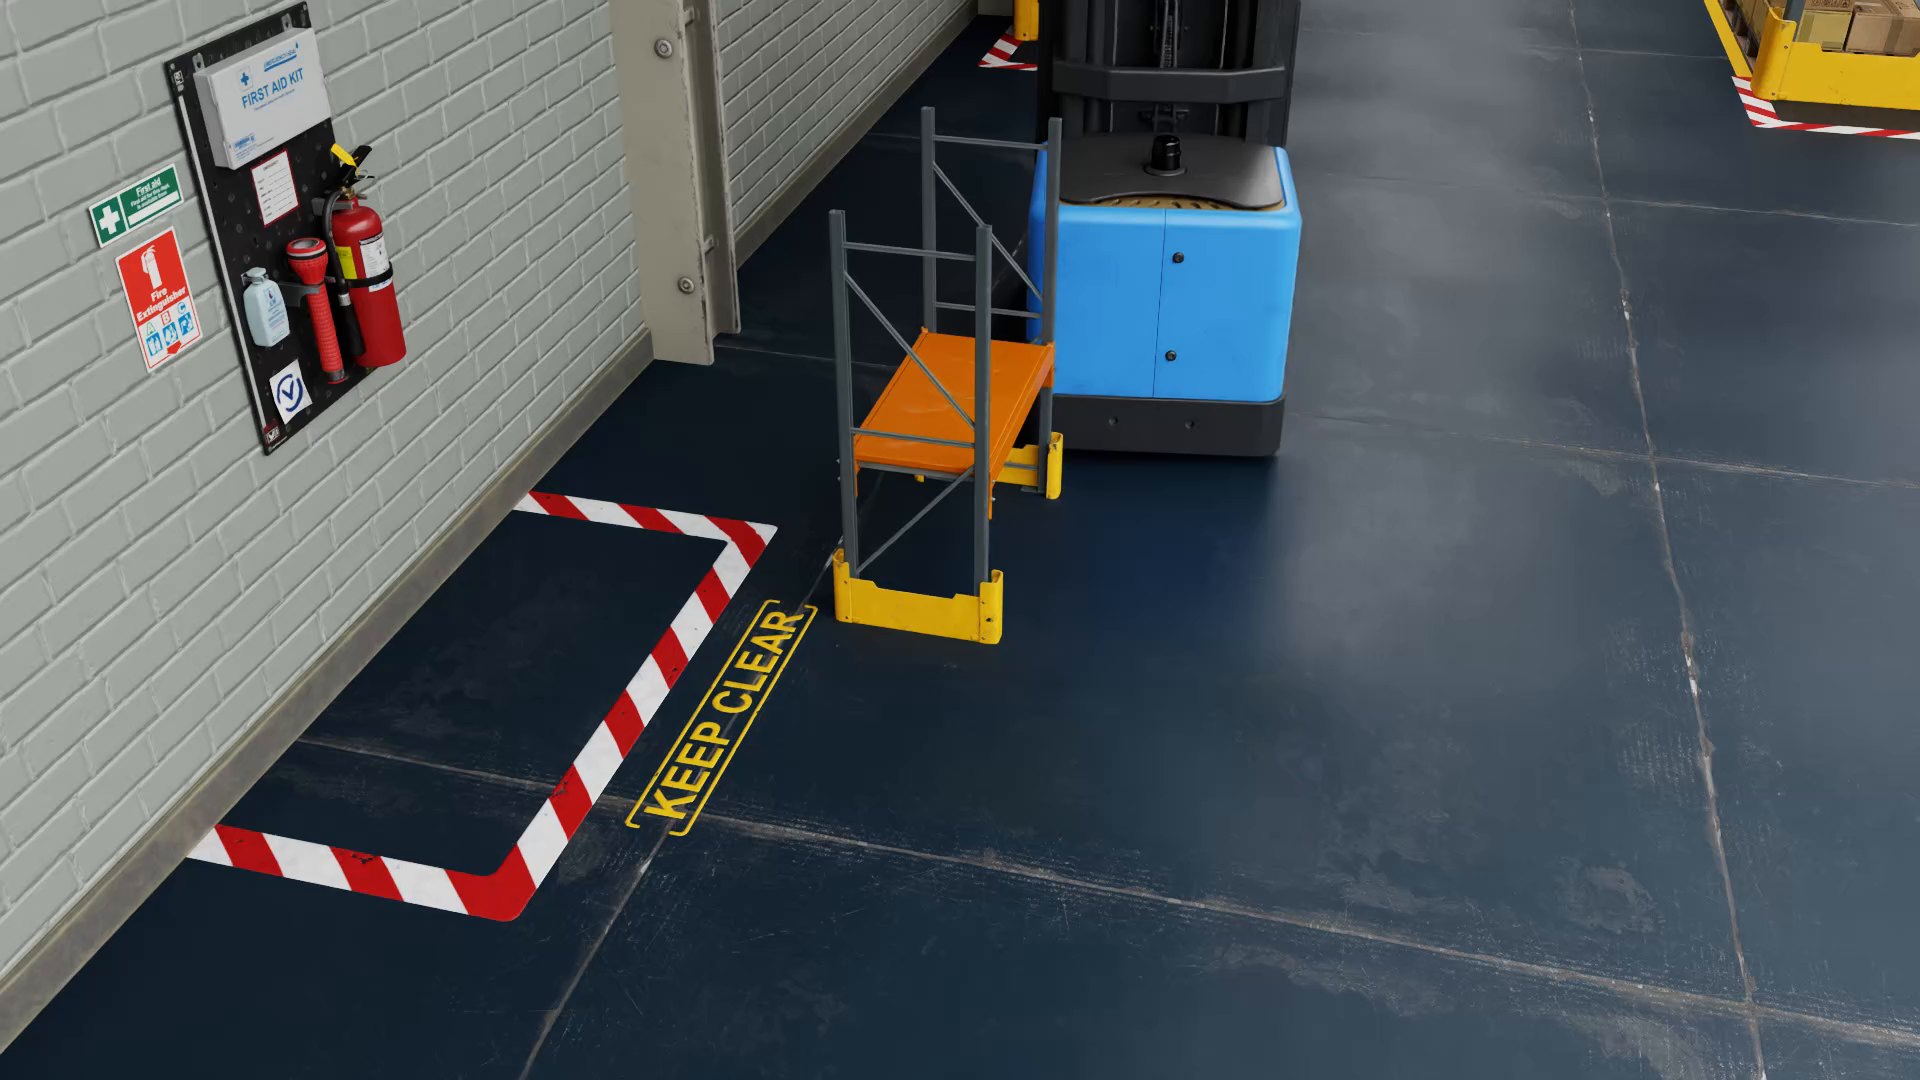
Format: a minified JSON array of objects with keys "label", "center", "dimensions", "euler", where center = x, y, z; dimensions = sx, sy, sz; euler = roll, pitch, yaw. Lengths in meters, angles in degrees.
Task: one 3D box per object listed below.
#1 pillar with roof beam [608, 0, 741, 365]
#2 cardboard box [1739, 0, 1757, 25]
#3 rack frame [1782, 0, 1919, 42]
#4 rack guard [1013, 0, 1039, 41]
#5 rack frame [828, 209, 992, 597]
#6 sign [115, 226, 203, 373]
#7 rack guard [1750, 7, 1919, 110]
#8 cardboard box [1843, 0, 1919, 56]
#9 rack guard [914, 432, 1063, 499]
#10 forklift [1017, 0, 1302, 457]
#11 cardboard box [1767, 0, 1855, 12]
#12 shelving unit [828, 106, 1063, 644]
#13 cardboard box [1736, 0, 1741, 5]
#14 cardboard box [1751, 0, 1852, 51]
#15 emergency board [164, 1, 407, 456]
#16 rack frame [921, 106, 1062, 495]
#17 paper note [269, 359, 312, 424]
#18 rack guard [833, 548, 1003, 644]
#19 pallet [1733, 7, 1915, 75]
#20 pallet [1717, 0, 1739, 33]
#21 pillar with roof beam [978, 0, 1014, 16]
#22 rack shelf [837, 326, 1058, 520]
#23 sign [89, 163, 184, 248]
[{"label":"pillar with roof beam","center":[2.939,-4.121,4.345],"dimensions":[9.100,9.000,0.400],"euler":[8,33,12]},{"label":"cardboard box","center":[5.715,-3.732,11.496],"dimensions":[0.500,0.250,0.500],"euler":[8,33,12]},{"label":"rack frame","center":[5.750,-4.136,9.959],"dimensions":[1.000,3.000,0.127],"euler":[8,33,12]},{"label":"rack guard","center":[0.976,-3.793,11.750],"dimensions":[1.175,0.500,0.348],"euler":[8,33,12]},{"label":"rack frame","center":[-0.151,-0.325,5.363],"dimensions":[0.500,1.500,0.032],"euler":[8,33,12]},{"label":"sign","center":[-2.129,-0.641,4.428],"dimensions":[0.001,0.329,0.234],"euler":[8,33,12]},{"label":"rack guard","center":[5.743,-3.068,10.611],"dimensions":[1.175,0.500,0.348],"euler":[8,33,12]},{"label":"cardboard box","center":[6.101,-3.401,10.975],"dimensions":[0.500,0.250,0.500],"euler":[8,33,12]},{"label":"rack guard","center":[0.107,-0.324,6.527],"dimensions":[0.587,0.250,0.087],"euler":[8,33,12]},{"label":"forklift","center":[0.895,-2.336,7.193],"dimensions":[1.130,2.935,3.031],"euler":[3,33,4]},{"label":"cardboard box","center":[5.598,-3.788,10.885],"dimensions":[0.500,0.500,0.500],"euler":[8,33,12]},{"label":"shelving unit","center":[-0.019,-0.593,5.785],"dimensions":[0.587,1.500,1.083],"euler":[8,33,12]},{"label":"cardboard box","center":[5.840,-3.992,11.905],"dimensions":[0.500,0.250,0.500],"euler":[8,33,12]},{"label":"cardboard box","center":[5.600,-3.471,11.086],"dimensions":[0.500,0.250,0.500],"euler":[8,33,12]},{"label":"emergency board","center":[-1.889,-0.898,4.867],"dimensions":[0.194,1.169,0.643],"euler":[8,33,12]},{"label":"rack frame","center":[0.107,-0.852,6.193],"dimensions":[0.500,1.500,0.032],"euler":[8,33,12]},{"label":"paper note","center":[-2.000,-0.444,4.974],"dimensions":[0.016,0.148,0.142],"euler":[8,33,12]},{"label":"rack guard","center":[-0.146,0.192,5.714],"dimensions":[0.587,0.250,0.087],"euler":[8,33,12]},{"label":"pallet","center":[5.903,-3.361,11.341],"dimensions":[1.003,0.211,1.213],"euler":[8,33,12]},{"label":"pallet","center":[6.215,-3.993,12.334],"dimensions":[1.003,0.211,1.213],"euler":[8,33,12]},{"label":"pillar with roof beam","center":[4.462,-7.235,9.243],"dimensions":[9.100,9.000,0.400],"euler":[8,33,12]},{"label":"rack shelf","center":[-0.022,-0.437,5.874],"dimensions":[0.538,0.185,1.000],"euler":[8,33,12]},{"label":"sign","center":[-2.119,-0.865,4.288],"dimensions":[0.001,0.109,0.331],"euler":[8,33,12]}]
